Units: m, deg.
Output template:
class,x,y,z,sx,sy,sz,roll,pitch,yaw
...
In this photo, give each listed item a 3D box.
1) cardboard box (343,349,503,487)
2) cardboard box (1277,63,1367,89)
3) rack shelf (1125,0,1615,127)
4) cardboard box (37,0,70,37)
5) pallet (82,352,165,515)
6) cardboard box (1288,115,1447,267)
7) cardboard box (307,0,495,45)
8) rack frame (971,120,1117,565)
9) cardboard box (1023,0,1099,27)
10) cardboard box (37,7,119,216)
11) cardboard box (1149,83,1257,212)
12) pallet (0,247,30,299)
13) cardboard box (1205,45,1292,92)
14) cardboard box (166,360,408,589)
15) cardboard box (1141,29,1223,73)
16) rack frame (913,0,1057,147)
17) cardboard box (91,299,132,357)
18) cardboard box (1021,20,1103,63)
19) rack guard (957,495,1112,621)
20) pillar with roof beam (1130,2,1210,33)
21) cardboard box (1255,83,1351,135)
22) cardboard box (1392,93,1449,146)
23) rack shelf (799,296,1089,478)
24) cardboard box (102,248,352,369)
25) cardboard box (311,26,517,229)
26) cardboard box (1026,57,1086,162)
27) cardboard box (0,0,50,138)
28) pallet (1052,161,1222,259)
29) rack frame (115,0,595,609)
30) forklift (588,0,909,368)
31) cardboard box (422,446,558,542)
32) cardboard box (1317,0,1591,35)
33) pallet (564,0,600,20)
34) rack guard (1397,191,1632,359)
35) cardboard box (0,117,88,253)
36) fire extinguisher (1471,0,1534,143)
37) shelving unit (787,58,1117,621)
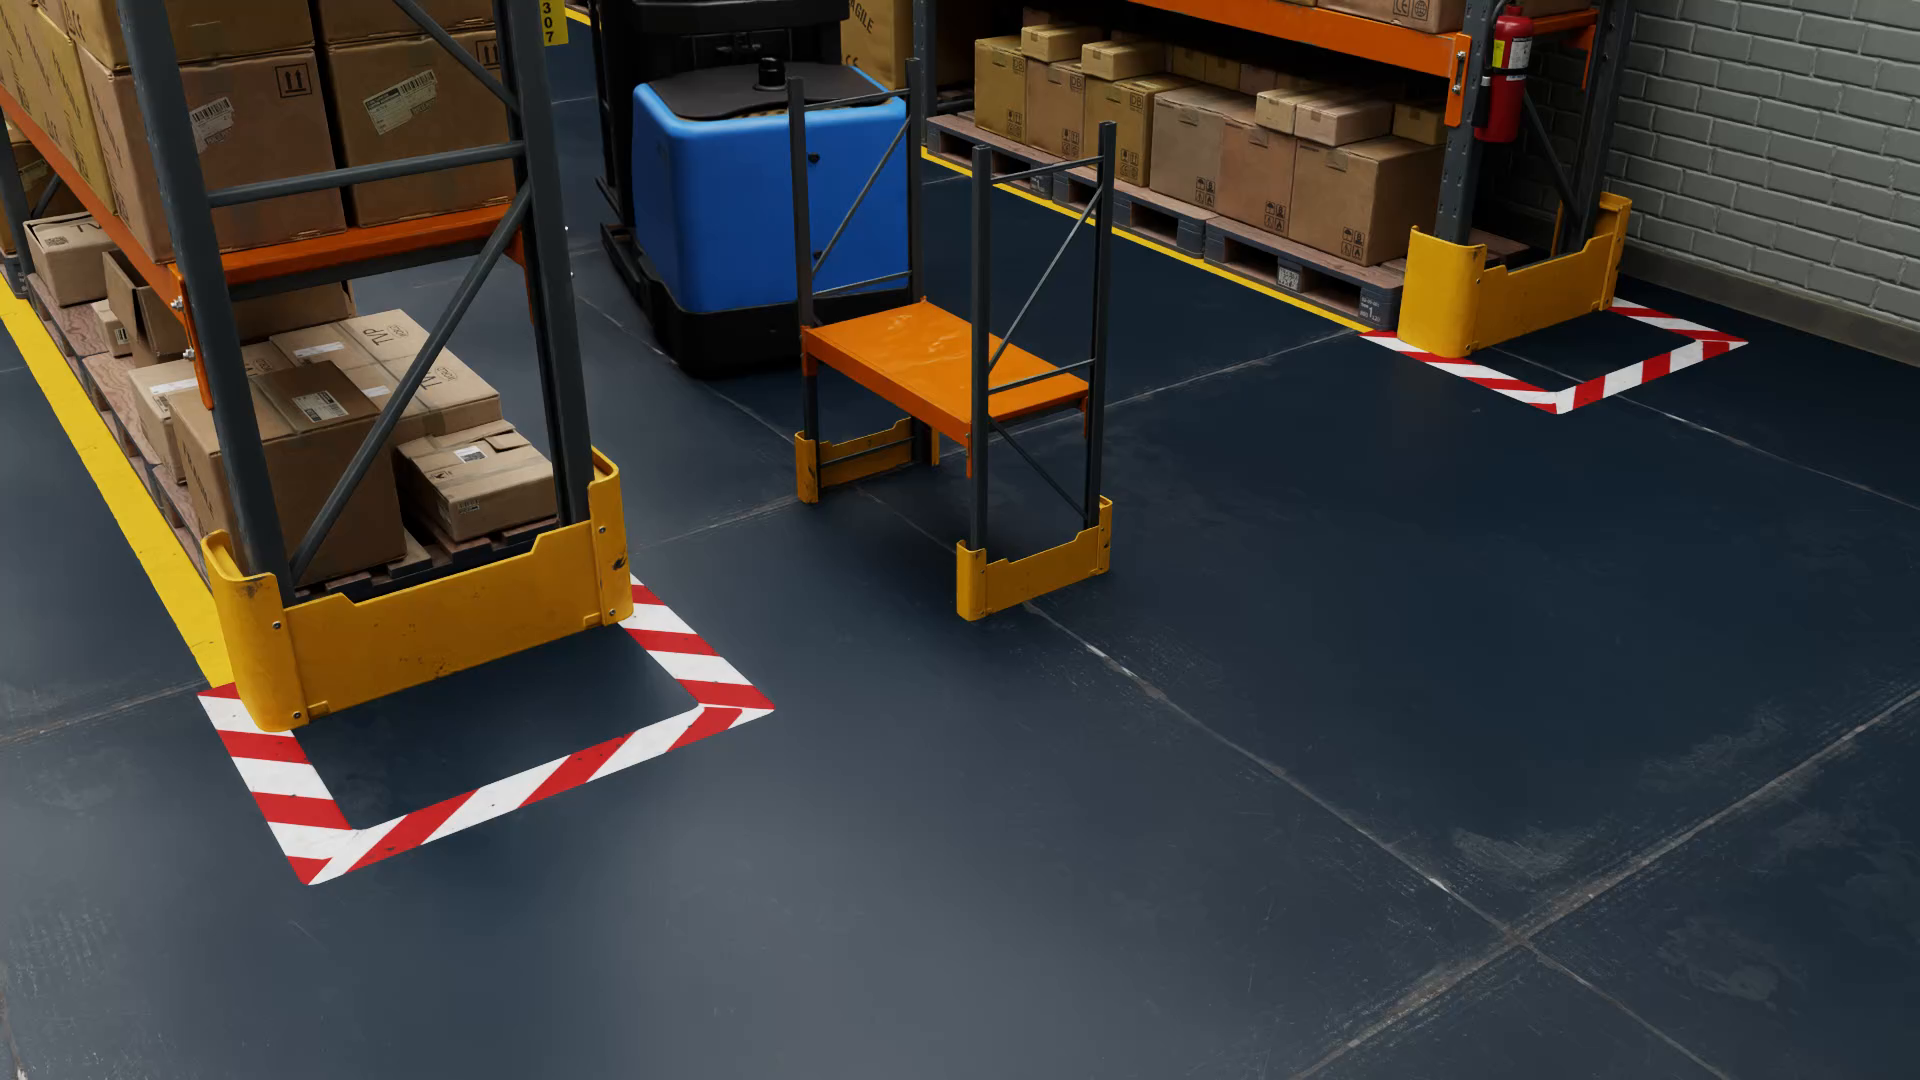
class,x,y,z,sx,sy,sz,roll,pitch,yaw
cardboard box,-1.926,-0.425,5.809,0.500,0.250,0.500,-19,34,-31
cardboard box,1.790,-2.245,8.240,0.380,0.149,0.250,-18,34,-30
rack shelf,1.322,-2.790,8.497,1.077,0.370,4.000,-19,34,-31
cardboard box,-2.327,-1.732,4.643,0.500,0.500,0.500,-18,33,-29
pallet,-2.762,-0.543,6.529,1.003,0.211,1.213,-19,34,-31
cardboard box,1.994,-1.659,7.840,0.700,0.500,0.500,-19,34,-31
cardboard box,-1.594,-1.684,4.556,0.500,0.500,0.500,-18,33,-29
rack frame,0.245,-0.495,5.089,0.500,1.500,0.032,-19,34,-31
cardboard box,0.590,-3.047,9.716,0.380,0.149,0.250,-19,34,-31
cardboard box,-2.336,-1.299,4.894,0.500,0.500,0.500,-18,34,-30
cardboard box,1.412,-2.049,8.558,0.700,0.500,0.500,-20,34,-32
pallet,-4.374,-1.591,8.458,1.003,0.211,1.213,-19,34,-31
cardboard box,1.493,-2.443,8.605,0.380,0.149,0.250,-18,33,-30
cardboard box,-2.067,-0.194,5.122,0.500,0.500,0.500,-19,34,-31
cardboard box,1.196,-2.642,8.971,0.380,0.149,0.250,-18,33,-30
rack frame,0.162,-3.883,9.757,1.000,3.000,0.127,-19,34,-31
cardboard box,-3.294,-0.902,6.776,0.380,0.166,0.250,-19,34,-31
cardboard box,0.562,-2.752,9.173,0.380,0.149,0.250,-18,33,-29
rack guard,0.245,0.054,5.388,0.587,0.250,0.087,-19,34,-31
pillar with roof beam,-2.235,-5.295,6.071,9.100,9.000,0.400,-19,34,-31
cardboard box,1.623,-2.042,7.867,0.380,0.149,0.250,-18,33,-29
cardboard box,2.230,-1.951,7.698,0.380,0.149,0.250,-19,34,-30
rack shelf,-0.049,-0.534,5.539,0.538,0.185,1.000,-19,34,-31
cardboard box,-2.777,-0.878,6.378,0.797,0.503,0.637,-19,34,-31
cardboard box,-1.594,-1.245,4.794,0.500,0.500,0.500,-18,33,-30
cardboard box,0.801,-2.454,9.305,0.700,0.500,0.500,-19,34,-31
cardboard box,-2.914,-1.690,5.615,0.500,0.500,0.500,-19,34,-31
pallet,1.251,-1.866,8.965,1.003,0.211,1.213,-19,34,-31
rack frame,-1.551,-0.955,4.366,1.000,3.000,0.127,-19,34,-31
forklift,-1.167,-2.691,7.635,1.130,2.935,3.031,-10,30,-18
cardboard box,-1.514,-0.154,5.417,0.380,0.149,0.250,-19,34,-31
cardboard box,2.178,-2.656,7.182,0.980,0.700,0.700,-17,33,-28
pallet,-2.611,-4.517,13.846,1.003,0.211,1.213,-19,34,-31
rack guard,2.496,-1.220,7.473,1.175,0.500,0.348,-19,34,-31
cardboard box,-4.391,-1.718,7.928,0.500,0.500,0.500,-19,34,-31
fire extinguisher,2.193,-1.944,6.658,0.296,0.674,0.183,-19,34,-31
shelving unit,-0.044,-0.689,5.447,0.587,1.500,1.083,-19,34,-31
